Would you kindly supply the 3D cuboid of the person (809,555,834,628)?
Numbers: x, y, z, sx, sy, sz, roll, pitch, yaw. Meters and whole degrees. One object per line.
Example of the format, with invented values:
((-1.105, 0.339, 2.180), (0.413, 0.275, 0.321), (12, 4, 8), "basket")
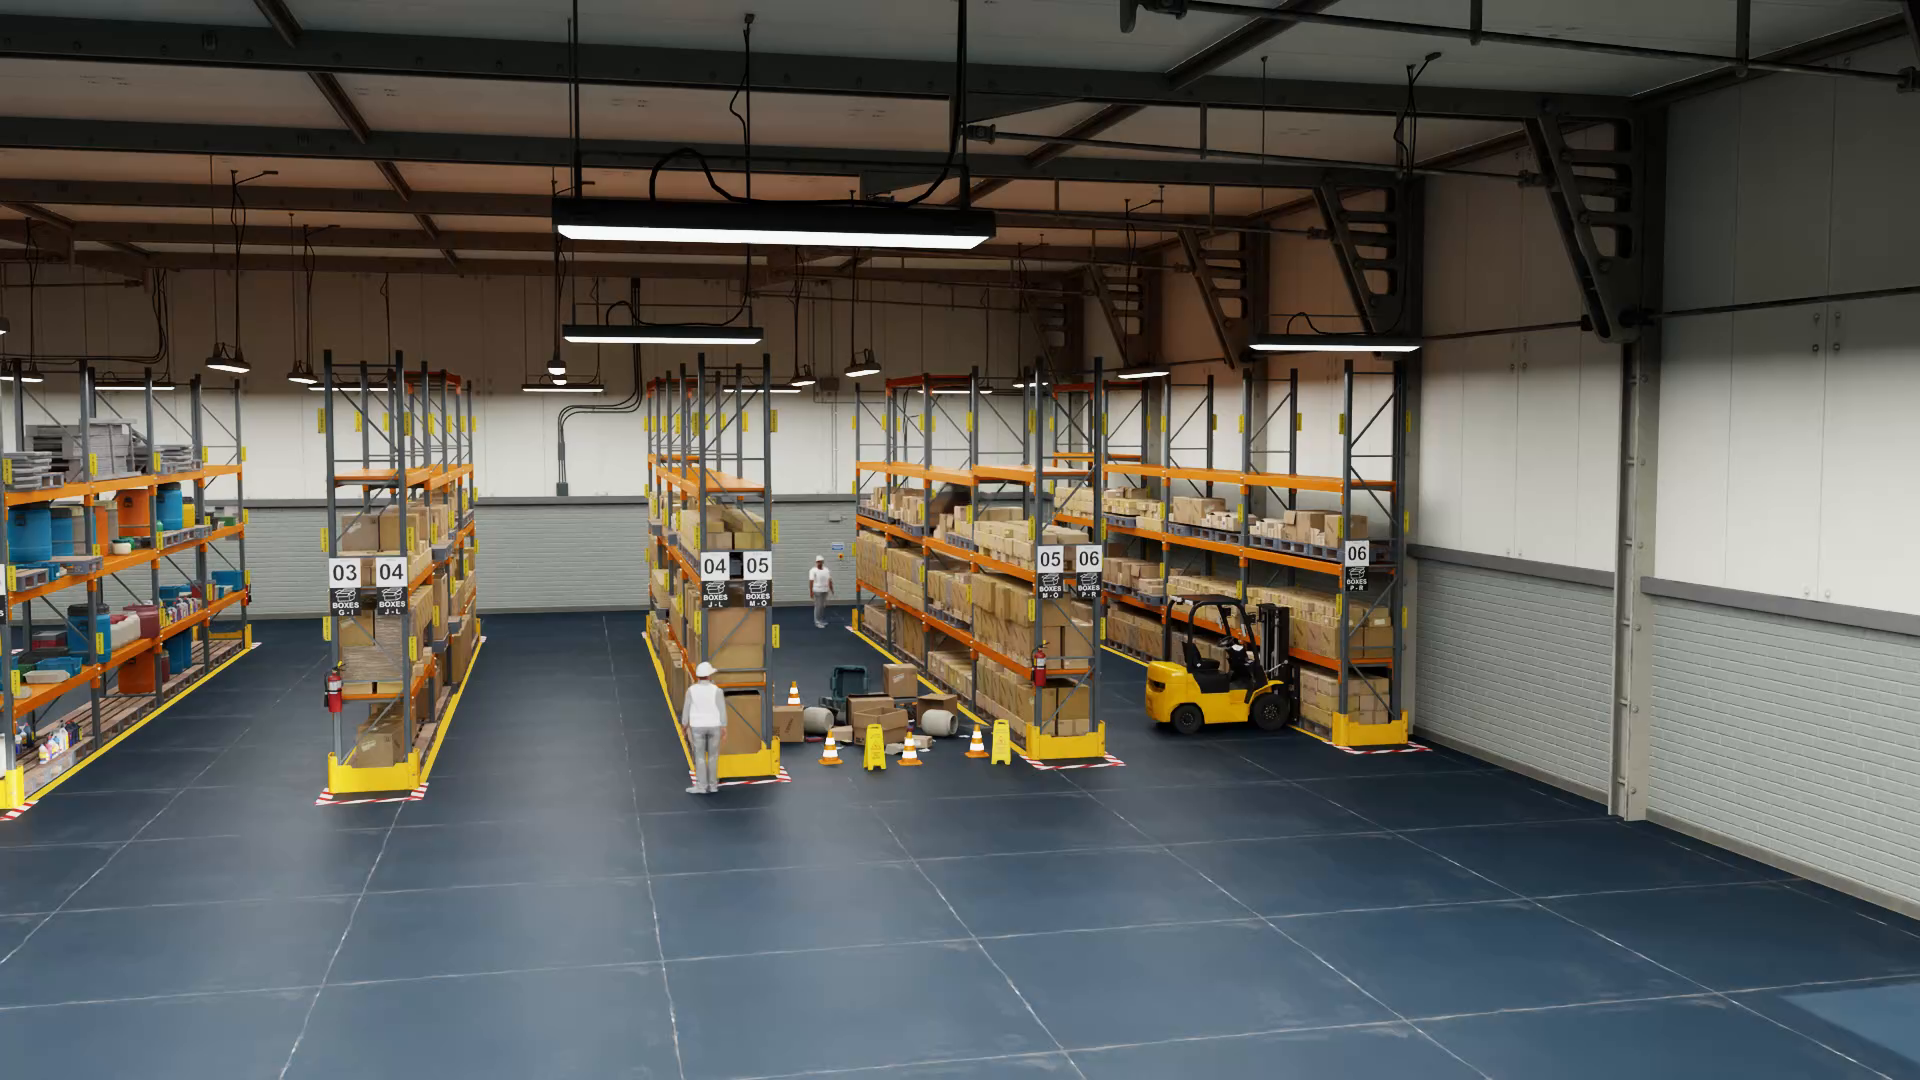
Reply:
((-3.418, 1.267, 41.041), (0.640, 1.783, 0.403), (-4, 5, -43), "person")

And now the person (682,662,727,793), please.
((-3.468, 2.546, 22.587), (0.618, 1.792, 0.369), (0, 4, -6), "person")
